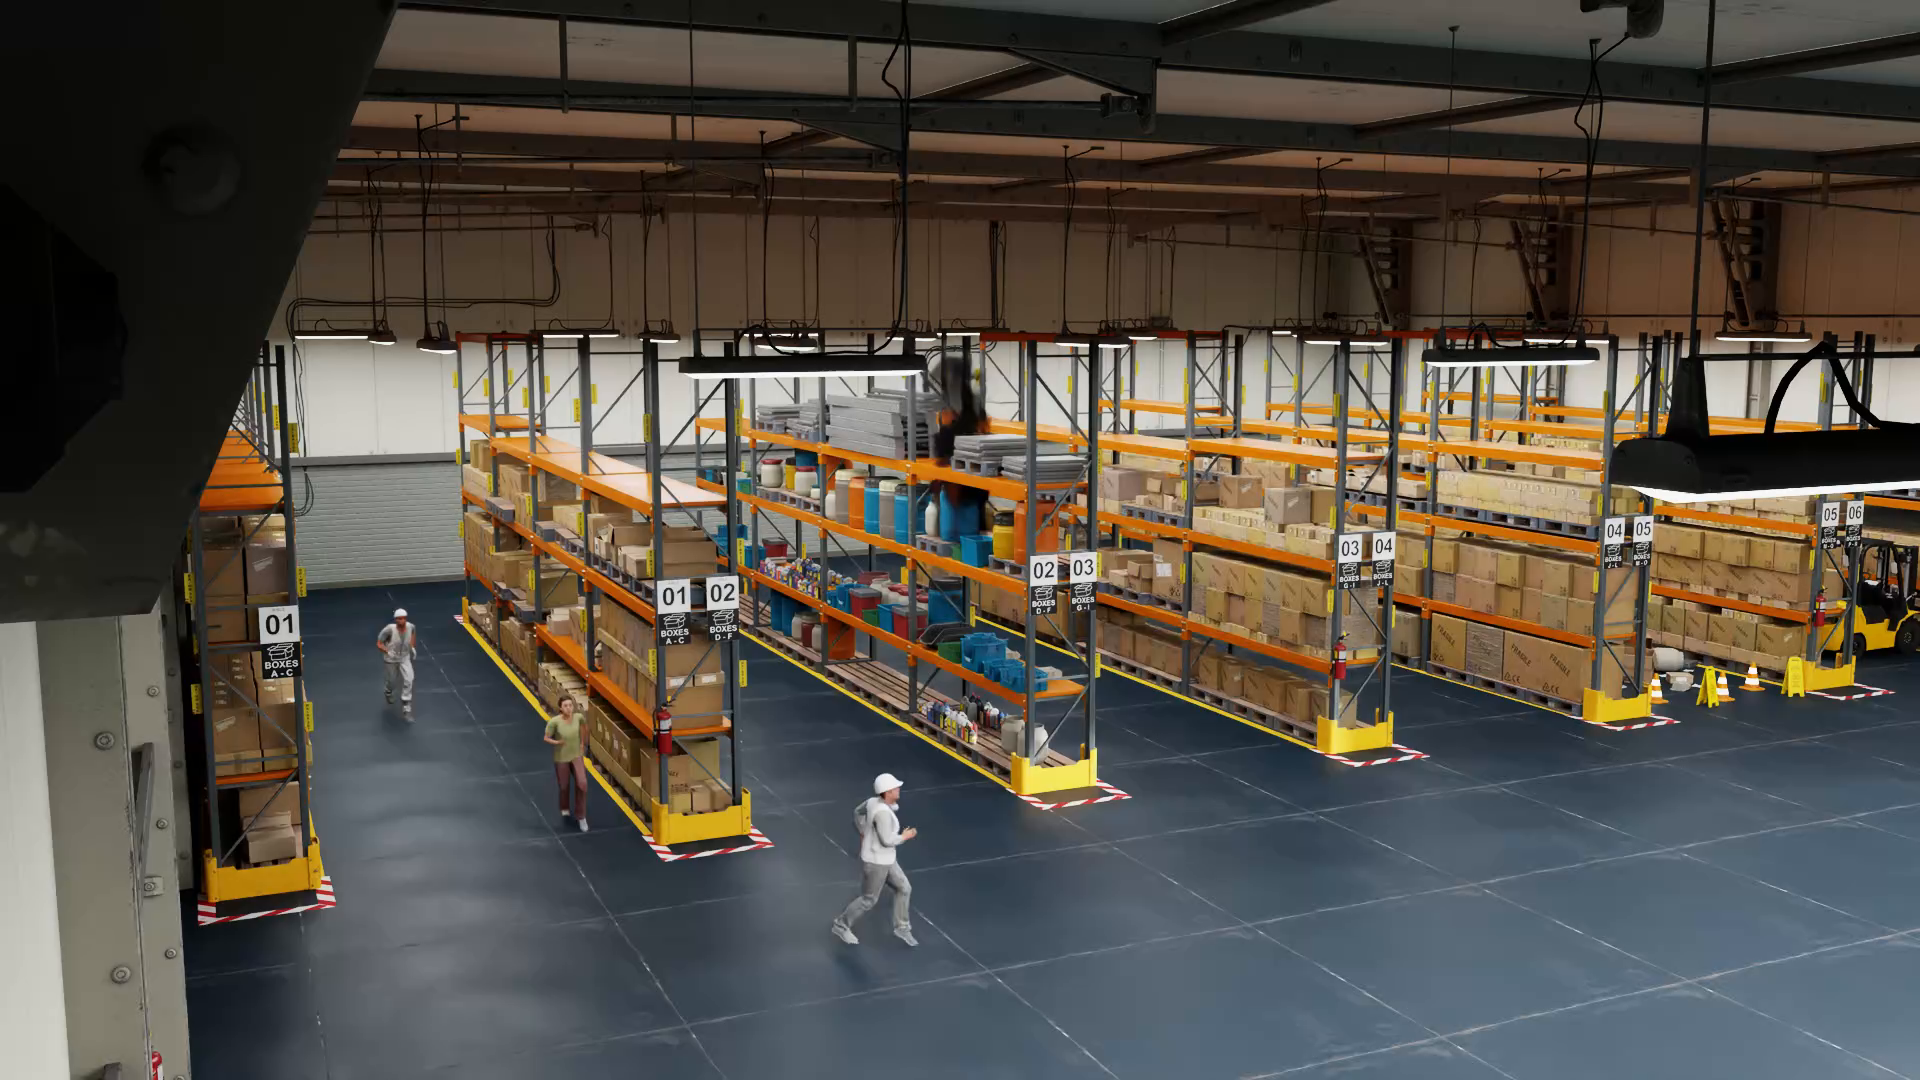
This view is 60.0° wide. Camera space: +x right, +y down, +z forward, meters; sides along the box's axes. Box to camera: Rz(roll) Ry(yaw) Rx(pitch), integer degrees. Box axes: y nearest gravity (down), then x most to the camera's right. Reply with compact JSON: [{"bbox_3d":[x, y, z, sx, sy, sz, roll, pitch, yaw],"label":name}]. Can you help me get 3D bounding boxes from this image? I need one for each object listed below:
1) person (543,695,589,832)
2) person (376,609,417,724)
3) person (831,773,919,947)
[{"bbox_3d":[-4.884,2.738,20.673,0.588,1.685,0.768,-3,8,-22],"label":"person"},{"bbox_3d":[-8.889,1.930,26.260,0.658,1.773,1.135,-5,9,-35],"label":"person"},{"bbox_3d":[-0.856,3.230,16.660,0.884,1.820,0.677,-1,8,-6],"label":"person"}]
